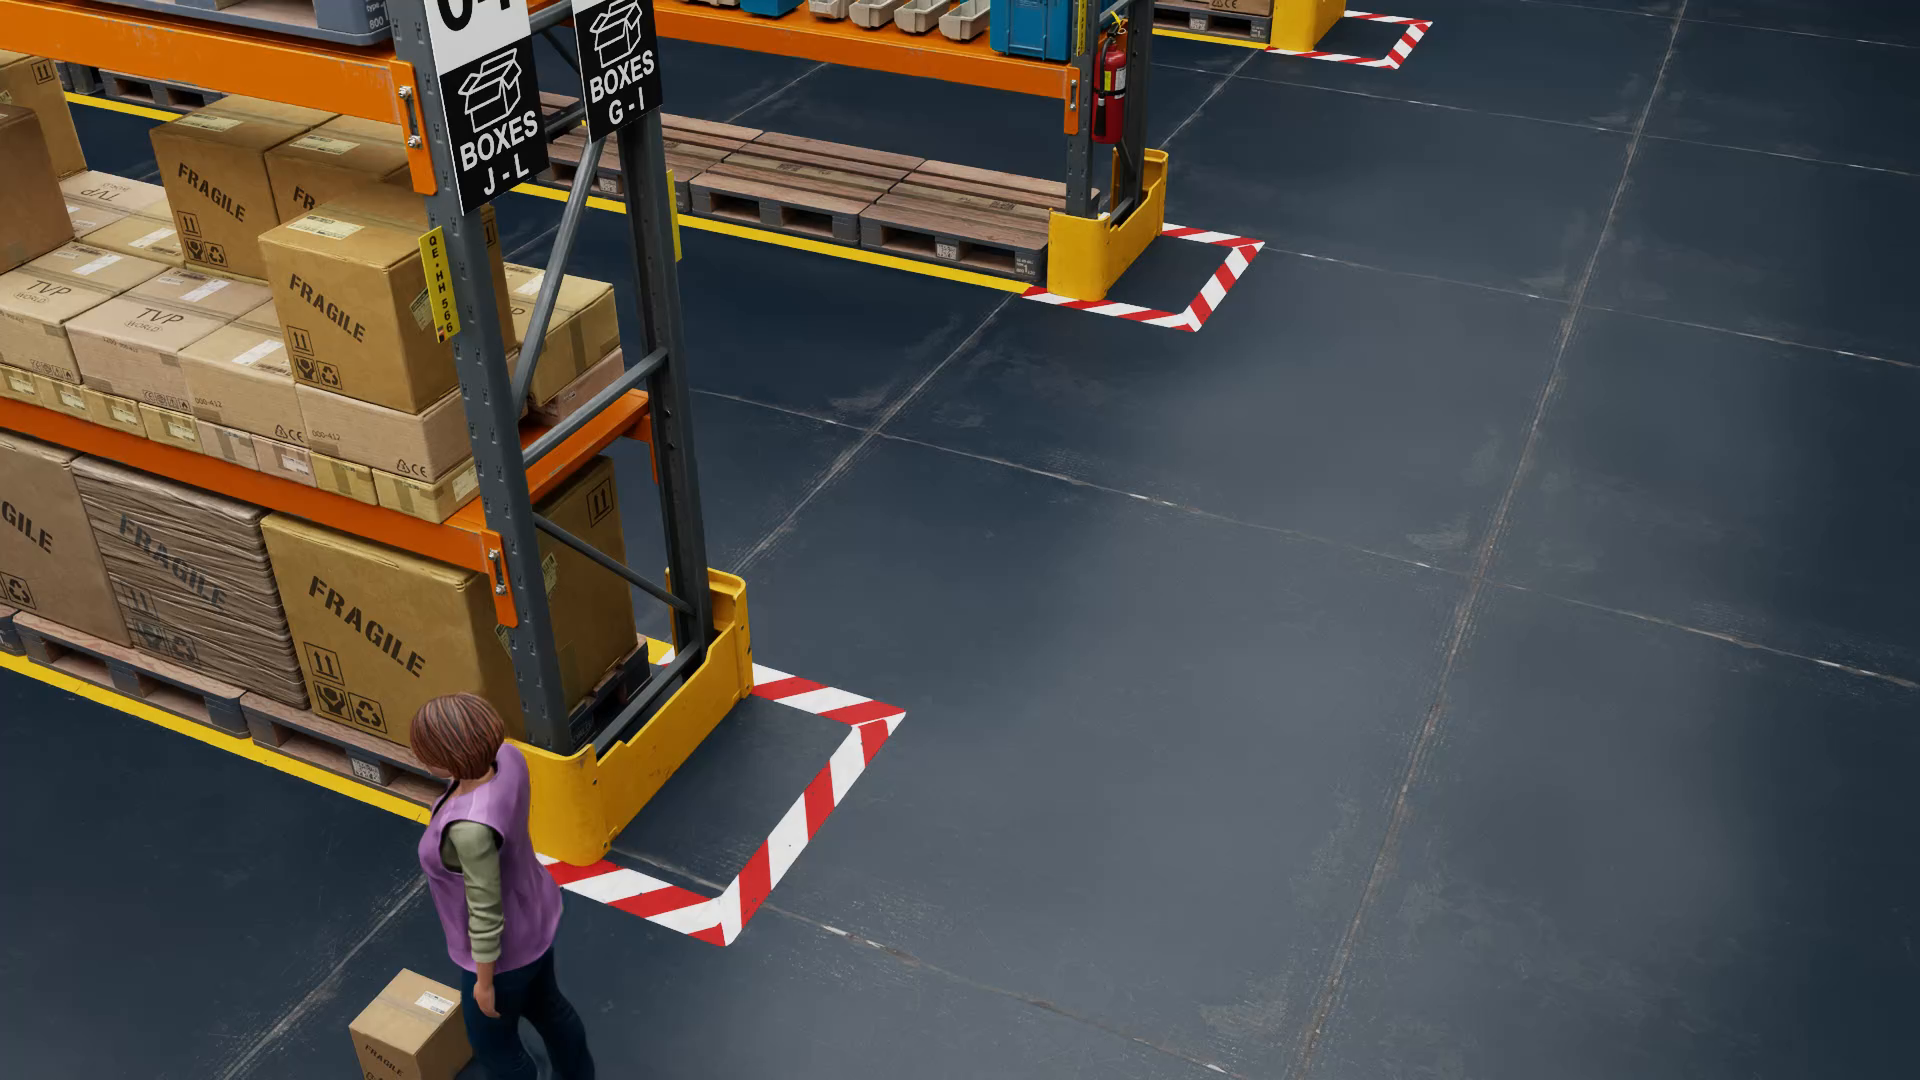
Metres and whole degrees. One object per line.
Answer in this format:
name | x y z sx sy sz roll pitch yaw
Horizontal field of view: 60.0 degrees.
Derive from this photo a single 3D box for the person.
person | -1.259 1.094 4.547 0.414 1.639 0.434 1 34 1
